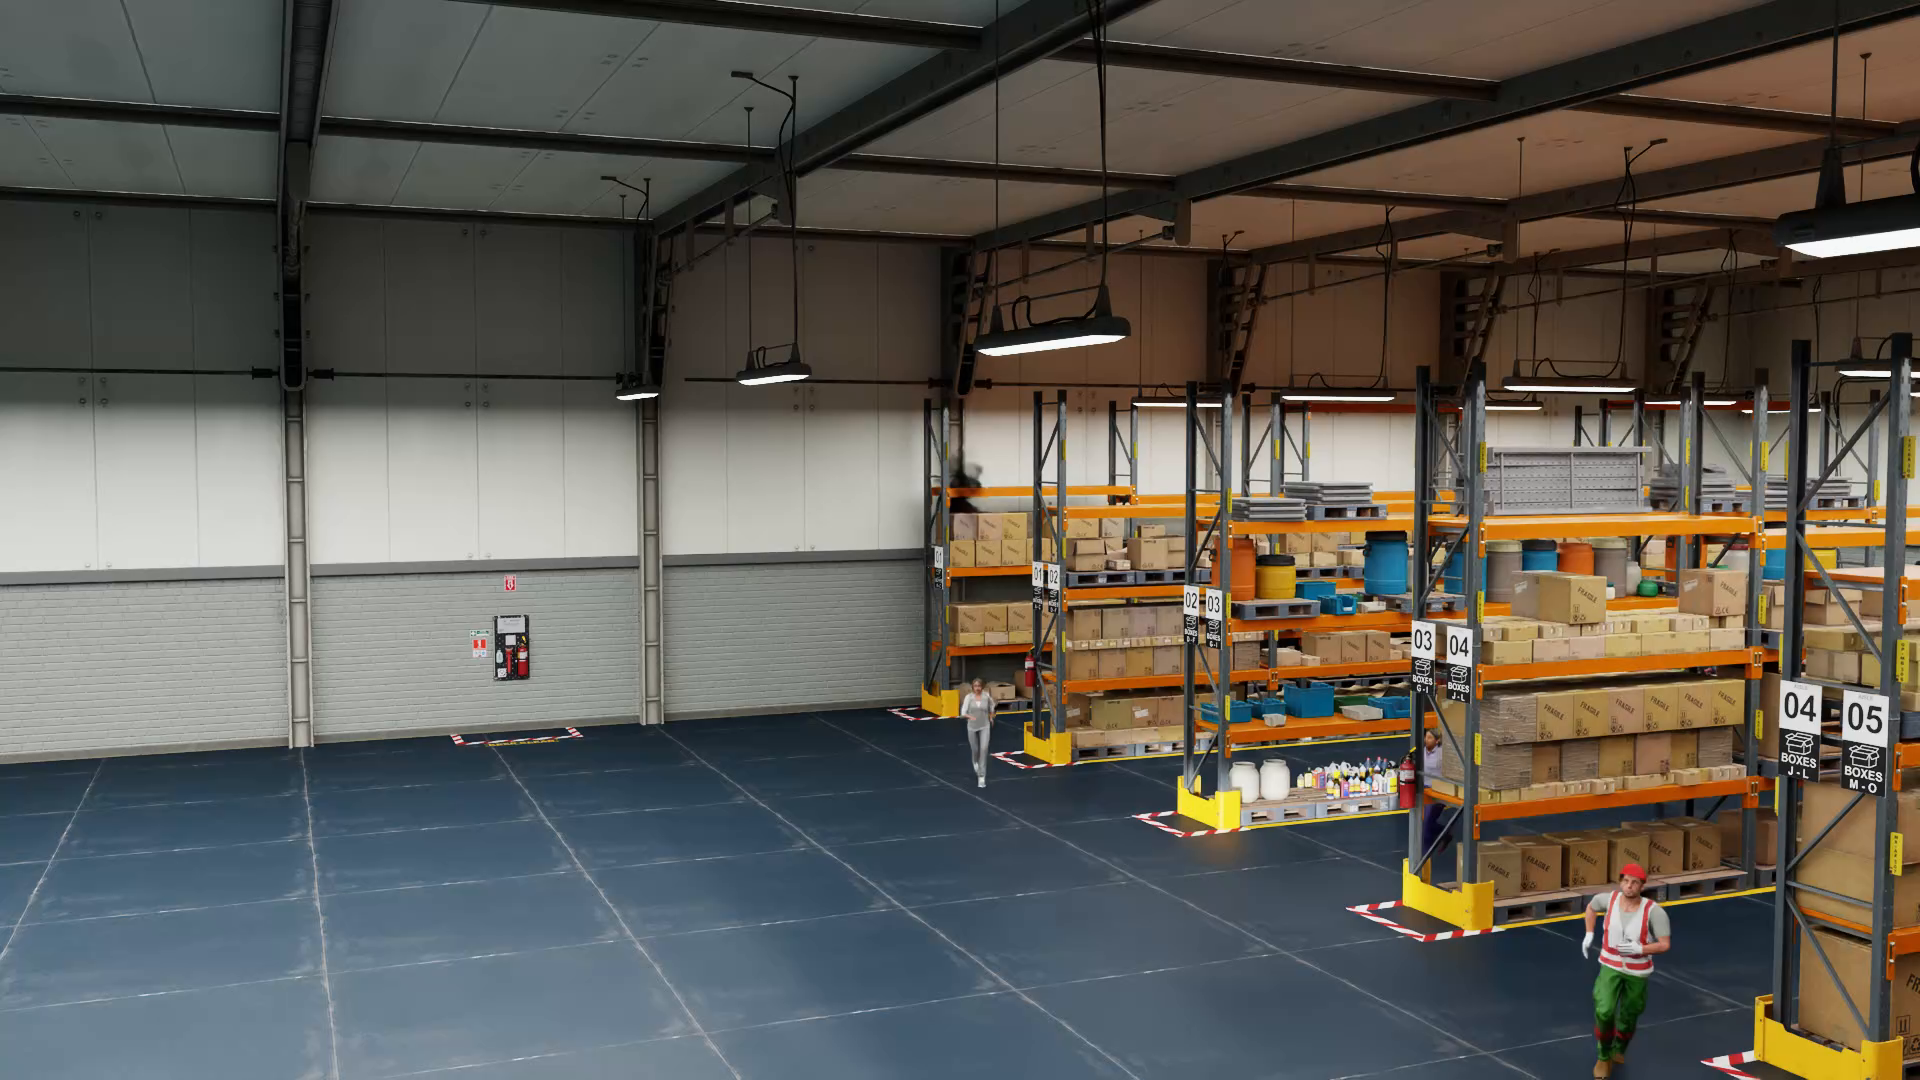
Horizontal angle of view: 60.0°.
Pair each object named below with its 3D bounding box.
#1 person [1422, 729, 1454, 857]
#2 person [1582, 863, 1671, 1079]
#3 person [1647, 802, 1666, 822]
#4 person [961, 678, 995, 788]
[{"bbox_3d":[5.792,3.122,20.381,0.907,1.638,0.637,-2,4,-35],"label":"person"},{"bbox_3d":[5.378,3.478,13.443,0.670,1.772,0.713,2,4,24],"label":"person"},{"bbox_3d":[9.283,2.998,22.143,0.542,1.725,0.681,-2,4,-32],"label":"person"},{"bbox_3d":[0.278,2.877,25.243,0.516,1.599,0.870,0,3,1],"label":"person"}]
